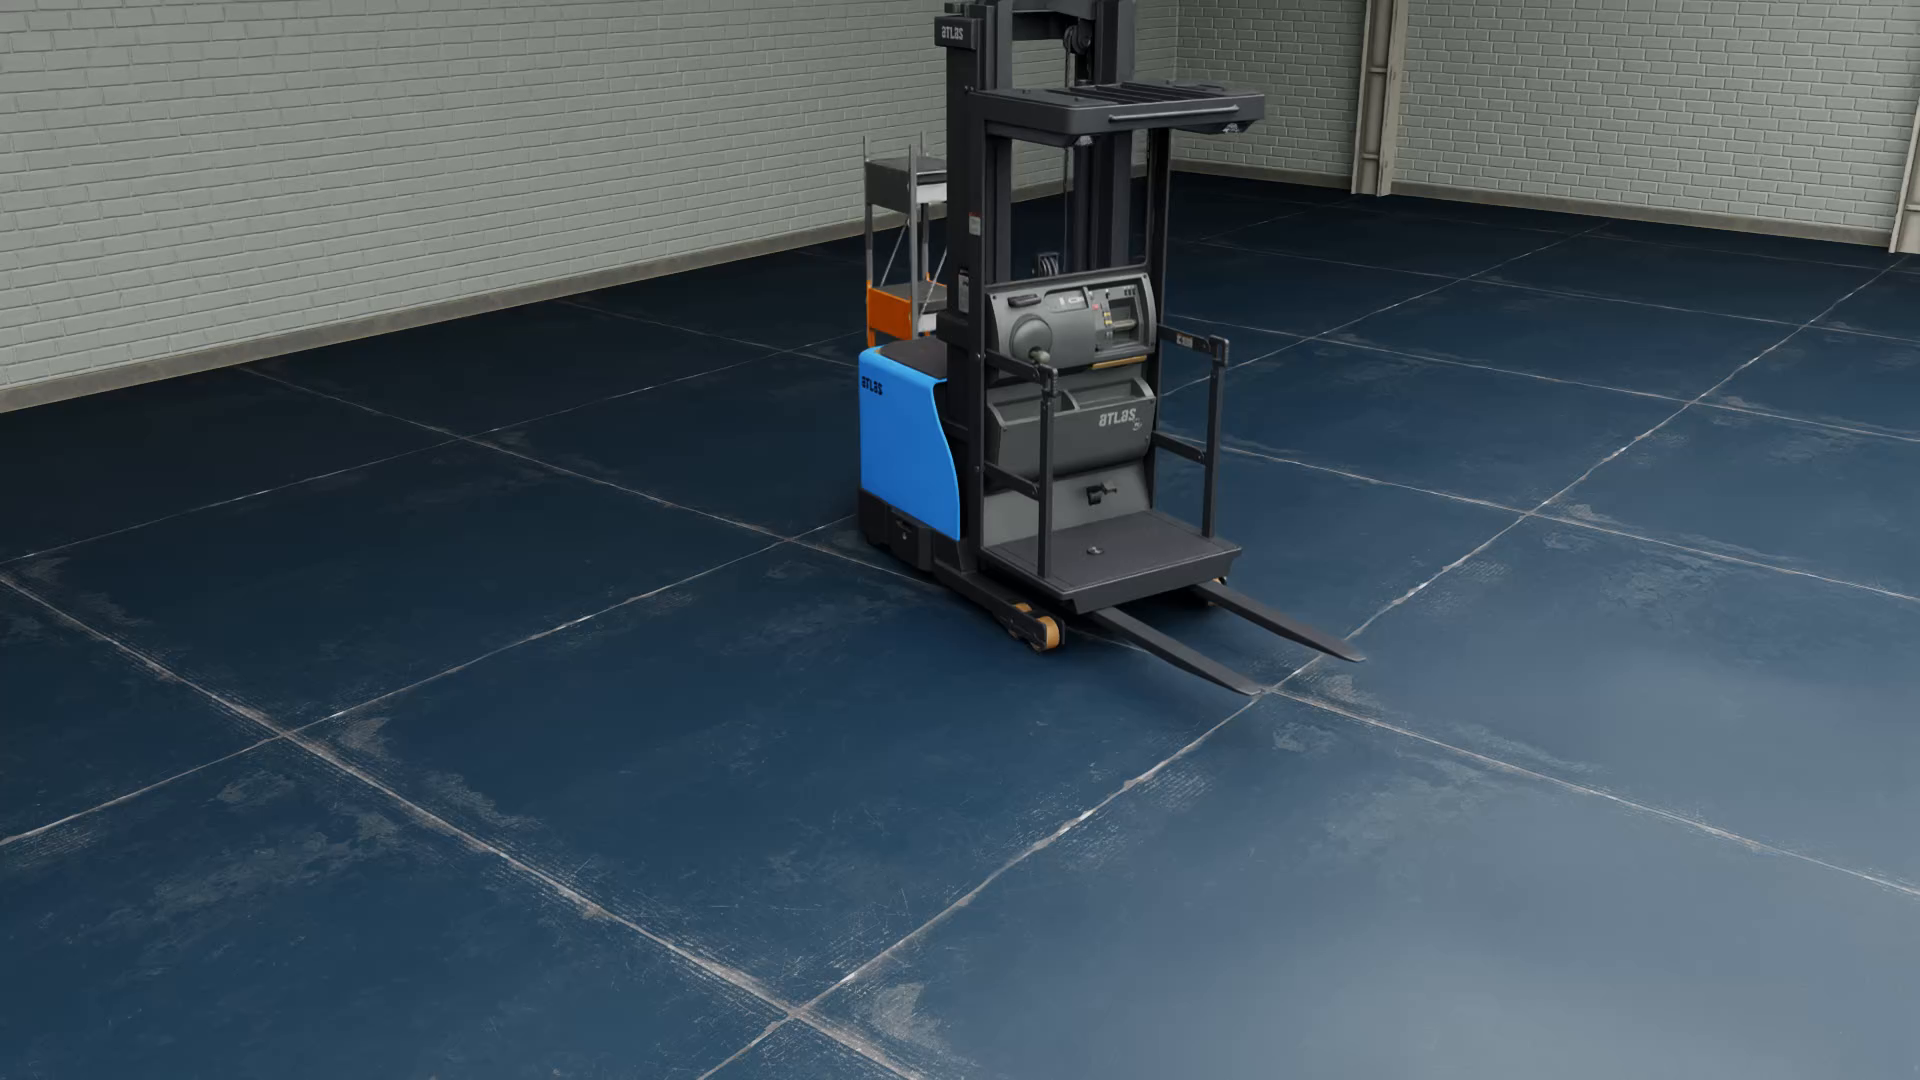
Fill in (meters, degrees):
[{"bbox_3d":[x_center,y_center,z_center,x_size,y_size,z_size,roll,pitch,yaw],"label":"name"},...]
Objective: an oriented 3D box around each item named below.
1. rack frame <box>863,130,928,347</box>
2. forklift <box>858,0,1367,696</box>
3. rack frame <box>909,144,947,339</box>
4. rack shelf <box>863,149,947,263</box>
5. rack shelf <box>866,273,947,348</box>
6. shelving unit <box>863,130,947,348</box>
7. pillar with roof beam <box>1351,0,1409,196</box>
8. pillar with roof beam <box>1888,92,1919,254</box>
[{"bbox_3d":[-0.355,-1.266,9.550,0.400,2.100,0.015,-13,24,-30],"label":"rack frame"},{"bbox_3d":[0.662,-1.037,7.764,1.130,2.935,3.031,-13,24,-30],"label":"forklift"},{"bbox_3d":[-0.093,-1.121,9.165,0.400,2.100,0.015,-13,24,-30],"label":"rack frame"},{"bbox_3d":[-0.224,-1.836,9.115,0.431,0.518,0.480,-13,24,-30],"label":"rack shelf"},{"bbox_3d":[-0.224,-1.181,9.362,0.431,0.518,0.480,-13,24,-30],"label":"rack shelf"},{"bbox_3d":[-0.224,-1.194,9.358,0.431,2.100,0.503,-13,24,-30],"label":"shelving unit"},{"bbox_3d":[2.344,-7.307,15.792,0.400,9.000,9.100,16,26,36],"label":"pillar with roof beam"},{"bbox_3d":[6.992,-5.969,12.242,0.400,9.000,9.100,16,26,36],"label":"pillar with roof beam"}]
